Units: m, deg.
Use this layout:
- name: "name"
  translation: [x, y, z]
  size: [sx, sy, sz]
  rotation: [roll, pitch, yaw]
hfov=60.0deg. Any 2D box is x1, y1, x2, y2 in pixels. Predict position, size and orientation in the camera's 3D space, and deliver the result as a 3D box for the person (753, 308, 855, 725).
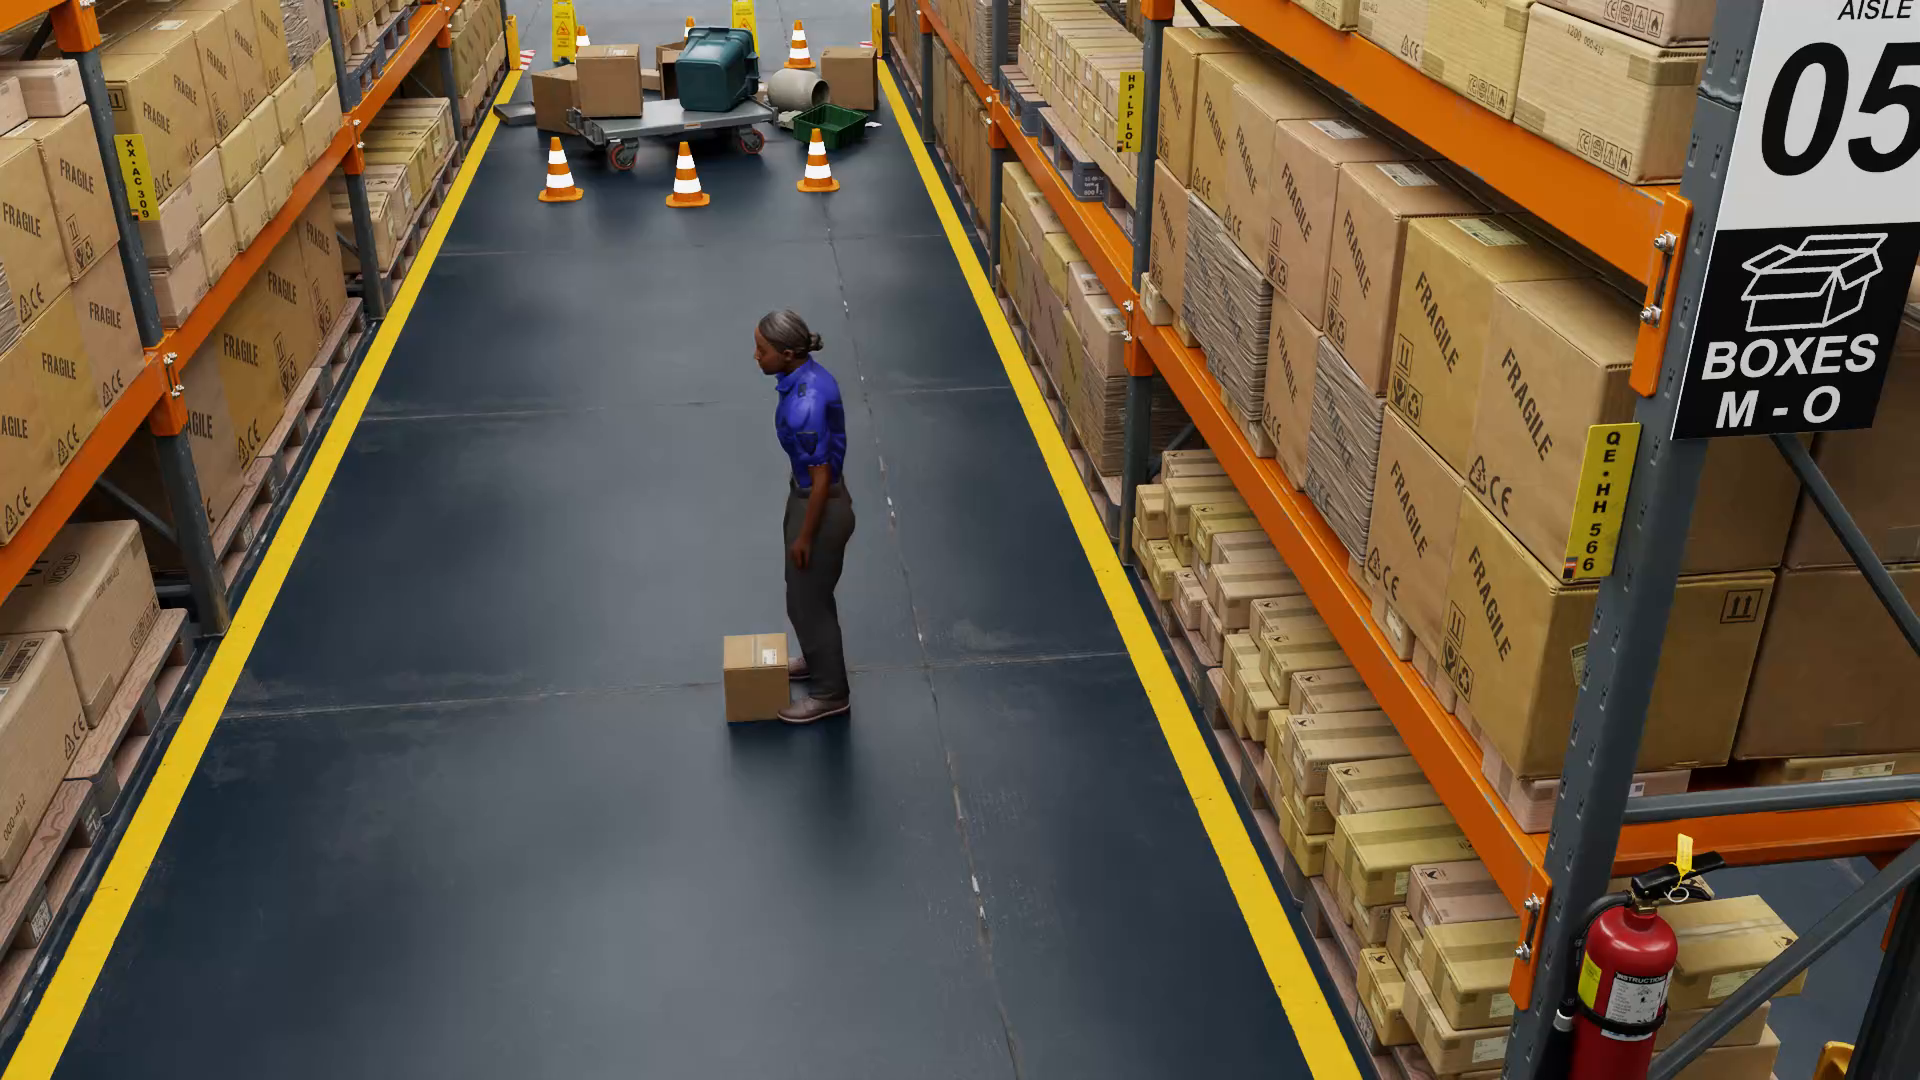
- name: "person"
  translation: [-0.576, -0.101, 6.319]
  size: [0.347, 1.655, 0.505]
  rotation: [-3, 28, -7]
